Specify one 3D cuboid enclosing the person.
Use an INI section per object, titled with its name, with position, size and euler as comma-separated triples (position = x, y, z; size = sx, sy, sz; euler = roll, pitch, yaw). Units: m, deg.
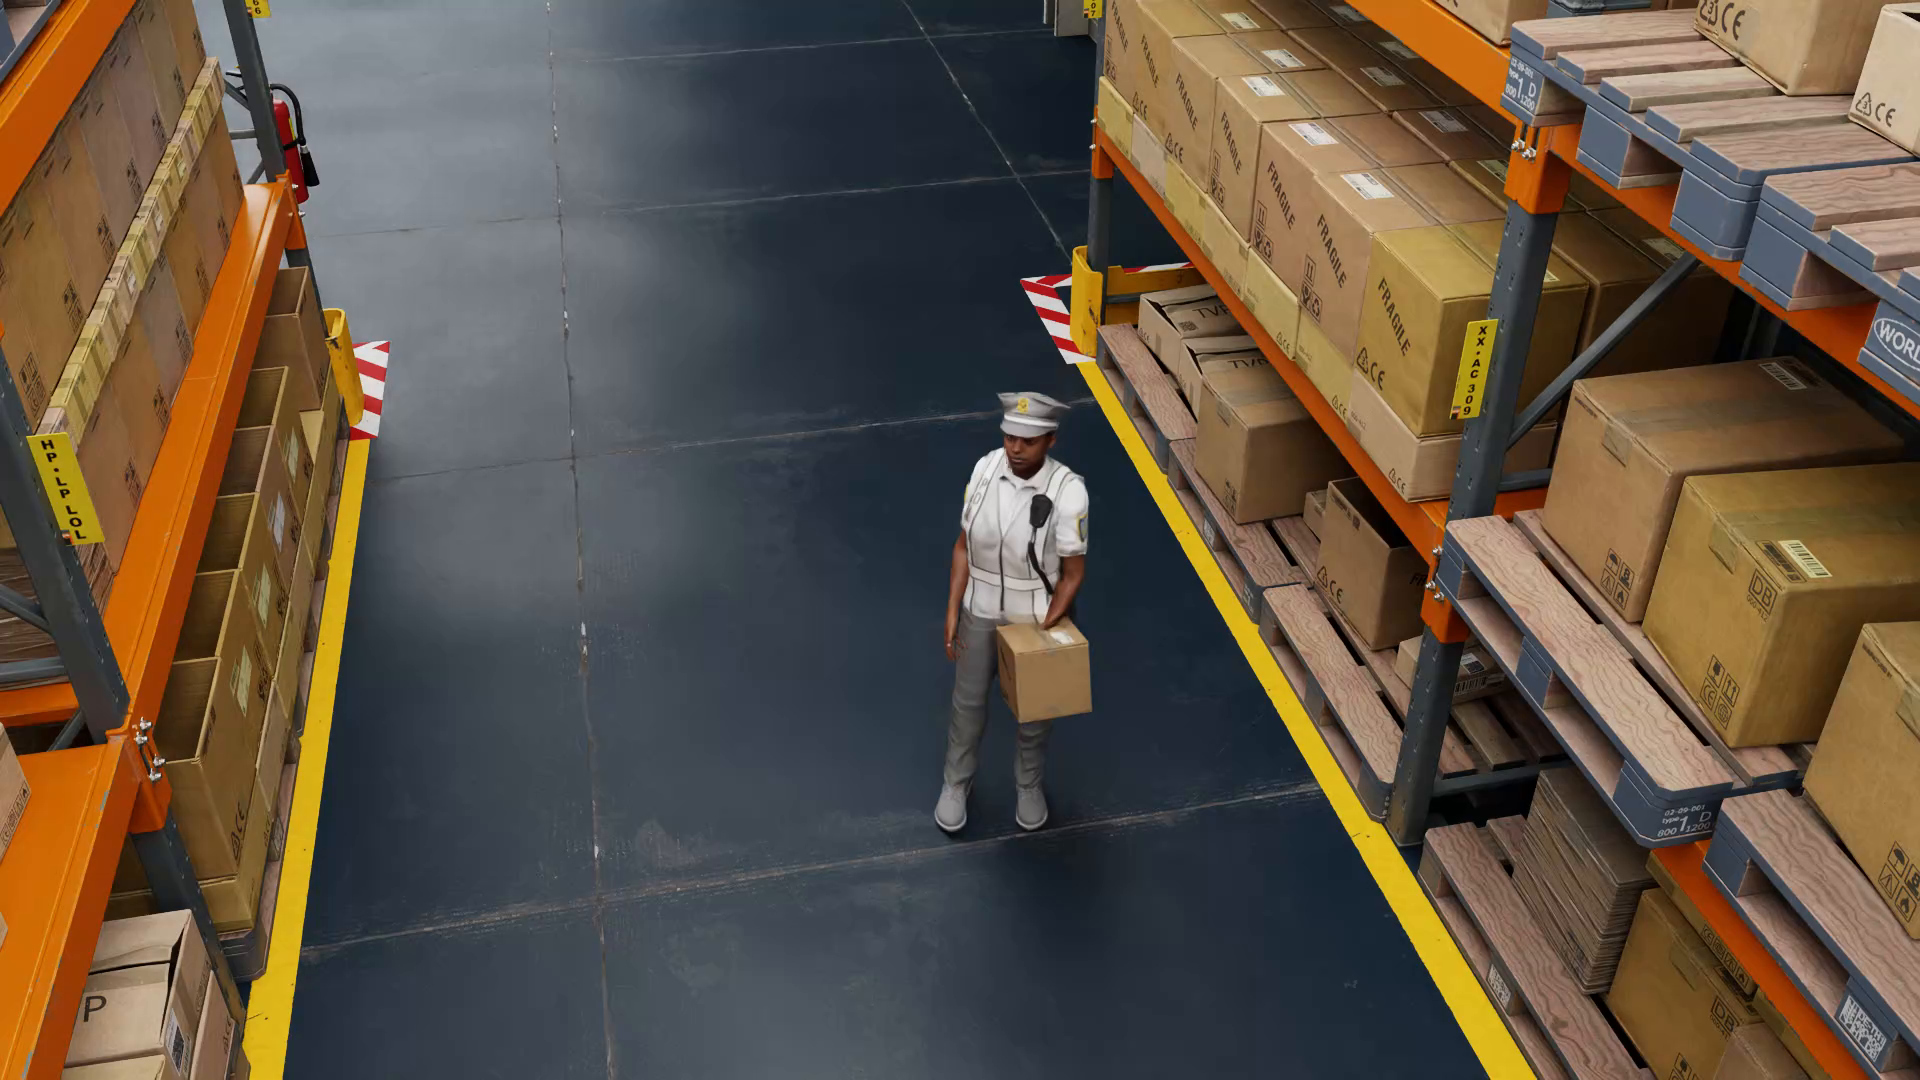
[person]
position = 0.181, 0.267, 5.708
size = 0.485, 1.701, 0.506
euler = 13, 37, 18
